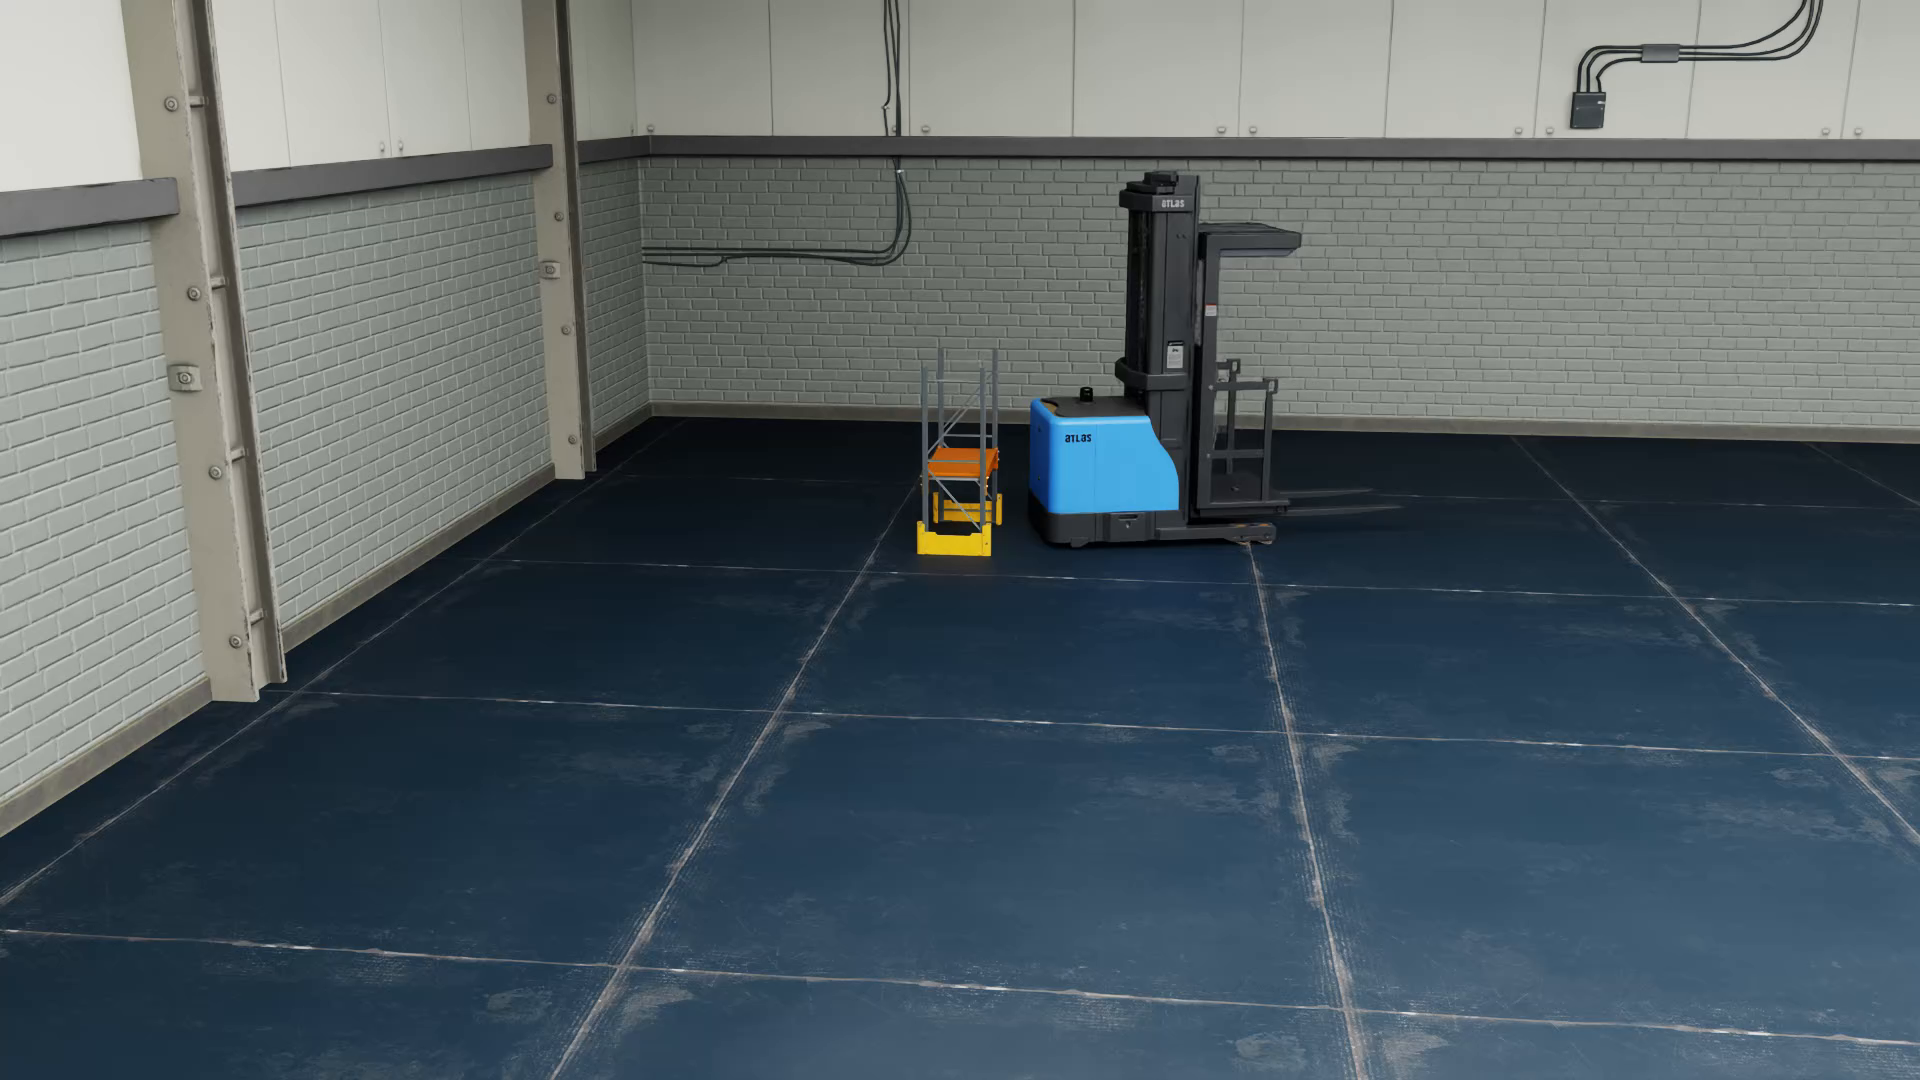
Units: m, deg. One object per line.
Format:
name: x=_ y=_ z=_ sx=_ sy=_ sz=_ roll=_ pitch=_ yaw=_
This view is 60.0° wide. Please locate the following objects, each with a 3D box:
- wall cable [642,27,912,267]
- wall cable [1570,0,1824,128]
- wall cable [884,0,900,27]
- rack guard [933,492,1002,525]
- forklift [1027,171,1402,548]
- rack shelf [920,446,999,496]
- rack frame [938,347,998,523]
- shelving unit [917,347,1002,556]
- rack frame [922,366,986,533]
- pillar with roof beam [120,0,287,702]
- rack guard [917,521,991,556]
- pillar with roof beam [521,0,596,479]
wall cable: x=-2.064 y=-4.203 z=17.915 sx=3.097 sy=2.526 sz=0.112 roll=2 pitch=15 yaw=6
wall cable: x=7.367 y=-7.060 z=16.017 sx=2.305 sy=6.003 sz=0.169 roll=2 pitch=15 yaw=6
wall cable: x=0.624 y=-6.561 z=16.961 sx=3.097 sy=2.526 sz=0.112 roll=2 pitch=15 yaw=6
rack guard: x=0.065 y=-0.270 z=14.180 sx=0.587 sy=0.250 sz=0.087 roll=2 pitch=15 yaw=6
forklift: x=2.135 y=-1.506 z=13.618 sx=3.031 sy=2.935 sz=1.130 roll=-2 pitch=15 yaw=-8
rack shelf: x=0.010 y=-0.572 z=13.595 sx=0.538 sy=0.185 sz=1.000 roll=2 pitch=15 yaw=6
rack frame: x=0.067 y=-0.878 z=14.036 sx=0.500 sy=1.500 sz=0.032 roll=2 pitch=15 yaw=6
shelving unit: x=0.009 y=-0.744 z=13.539 sx=0.587 sy=1.500 sz=1.083 roll=2 pitch=15 yaw=6
rack frame: x=-0.048 y=-0.614 z=13.061 sx=0.500 sy=1.500 sz=0.032 roll=2 pitch=15 yaw=6
pillar with roof beam: x=-0.110 y=-3.294 z=8.604 sx=9.100 sy=9.000 sz=0.400 roll=2 pitch=15 yaw=6
rack guard: x=-0.048 y=-0.011 z=13.225 sx=0.587 sy=0.250 sz=0.087 roll=2 pitch=15 yaw=6
pillar with roof beam: x=0.567 y=-4.850 z=14.359 sx=9.100 sy=9.000 sz=0.400 roll=2 pitch=15 yaw=6
